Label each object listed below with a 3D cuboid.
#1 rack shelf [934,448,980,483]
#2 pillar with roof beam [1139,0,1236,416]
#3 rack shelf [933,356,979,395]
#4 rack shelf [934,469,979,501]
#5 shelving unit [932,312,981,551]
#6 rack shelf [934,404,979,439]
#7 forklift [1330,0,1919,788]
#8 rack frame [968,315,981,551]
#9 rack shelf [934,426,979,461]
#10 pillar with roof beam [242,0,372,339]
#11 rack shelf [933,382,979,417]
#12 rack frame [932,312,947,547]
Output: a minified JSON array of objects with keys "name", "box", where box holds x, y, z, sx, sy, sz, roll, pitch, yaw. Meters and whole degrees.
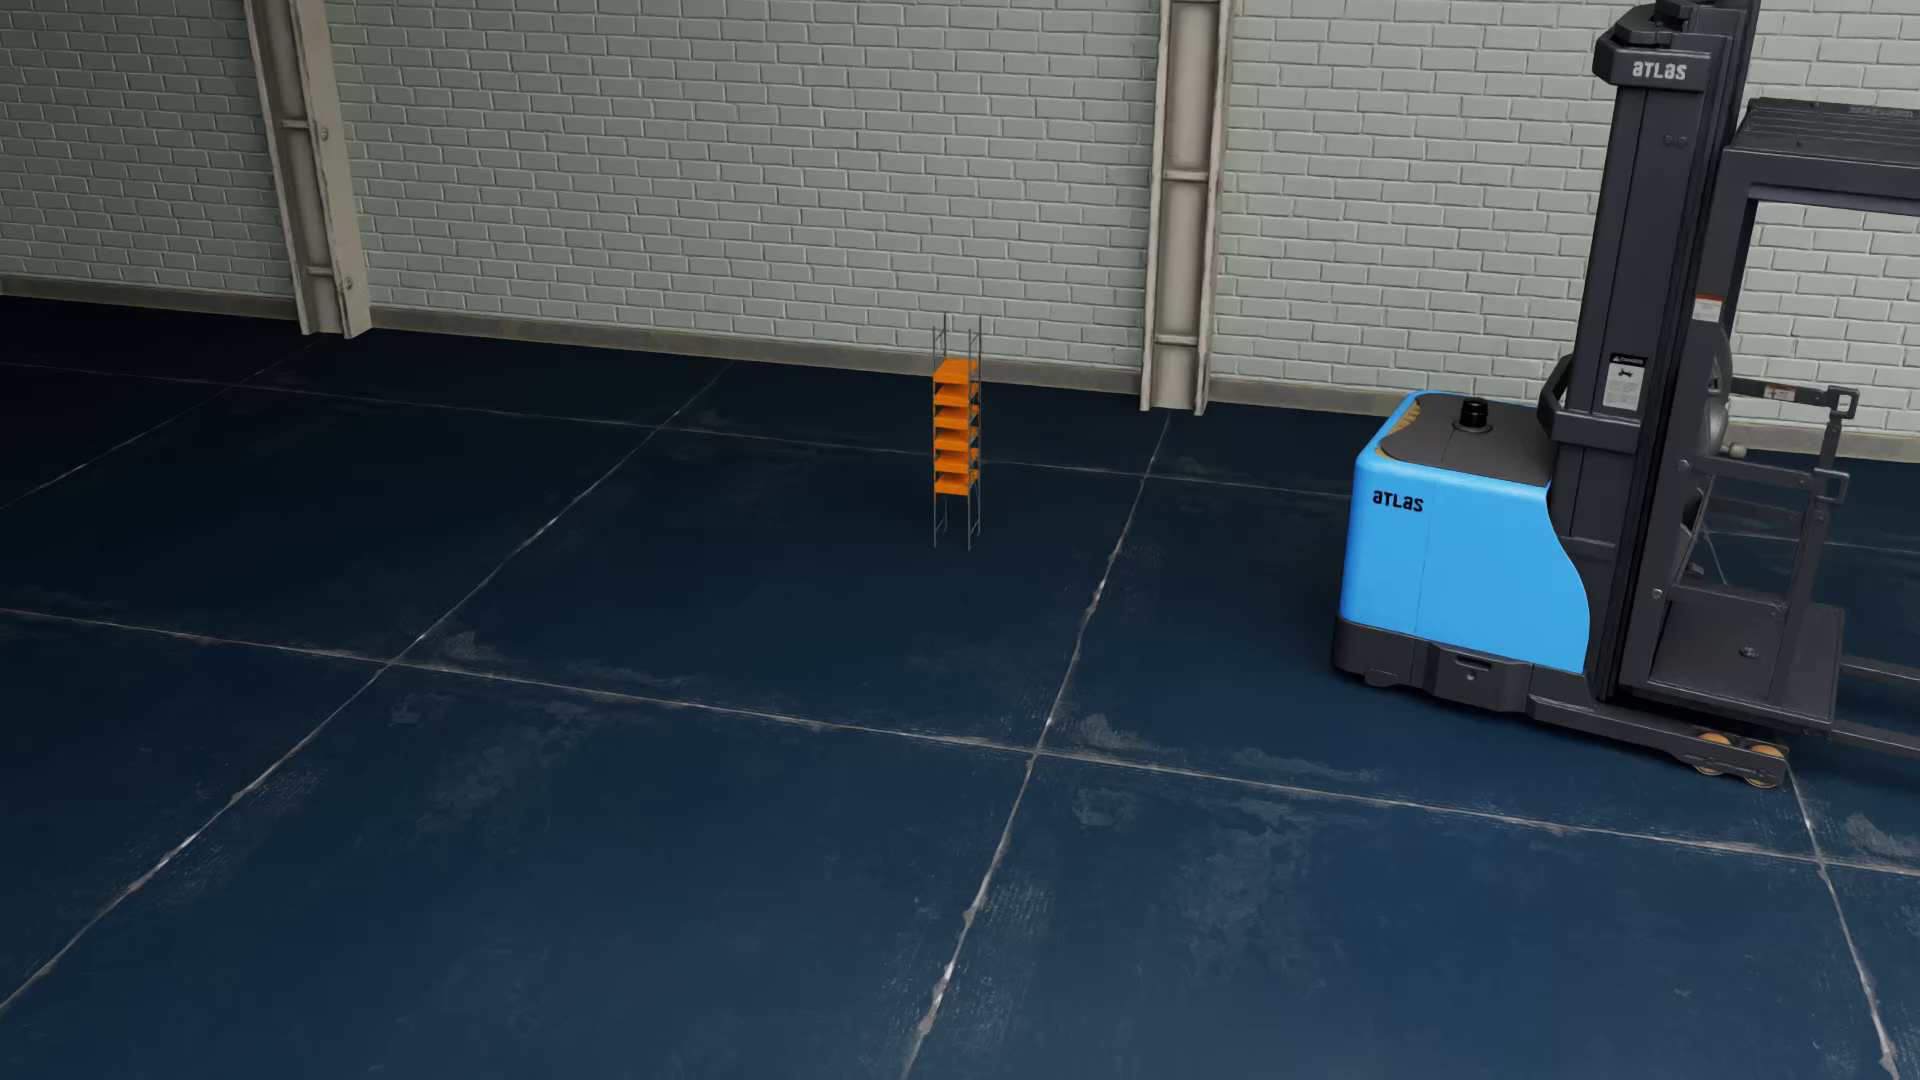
[{"name":"rack shelf","box":[-0.014,-0.395,8.566,0.180,0.103,0.258,6,26,13]},{"name":"pillar with roof beam","box":[0.287,-3.131,4.857,0.400,9.000,9.100,6,26,13]},{"name":"rack shelf","box":[-0.014,-0.828,8.360,0.180,0.103,0.258,6,26,13]},{"name":"rack shelf","box":[-0.014,-0.286,8.618,0.180,0.103,0.258,6,26,13]},{"name":"shelving unit","box":[-0.014,-0.543,8.495,0.189,1.200,0.258,6,26,13]},{"name":"rack shelf","box":[-0.014,-0.612,8.463,0.180,0.103,0.258,6,26,13]},{"name":"forklift","box":[3.207,-0.592,6.583,3.031,2.935,1.130,13,28,25]},{"name":"rack frame","box":[0.075,-0.533,8.475,0.006,1.200,0.240,6,26,13]},{"name":"rack shelf","box":[-0.014,-0.503,8.514,0.180,0.103,0.258,6,26,13]},{"name":"pillar with roof beam","box":[-5.524,-3.773,6.207,0.400,9.000,9.100,6,26,13]},{"name":"rack shelf","box":[-0.014,-0.720,8.411,0.180,0.103,0.258,6,26,13]},{"name":"rack frame","box":[-0.103,-0.553,8.516,0.006,1.200,0.240,6,26,13]}]
